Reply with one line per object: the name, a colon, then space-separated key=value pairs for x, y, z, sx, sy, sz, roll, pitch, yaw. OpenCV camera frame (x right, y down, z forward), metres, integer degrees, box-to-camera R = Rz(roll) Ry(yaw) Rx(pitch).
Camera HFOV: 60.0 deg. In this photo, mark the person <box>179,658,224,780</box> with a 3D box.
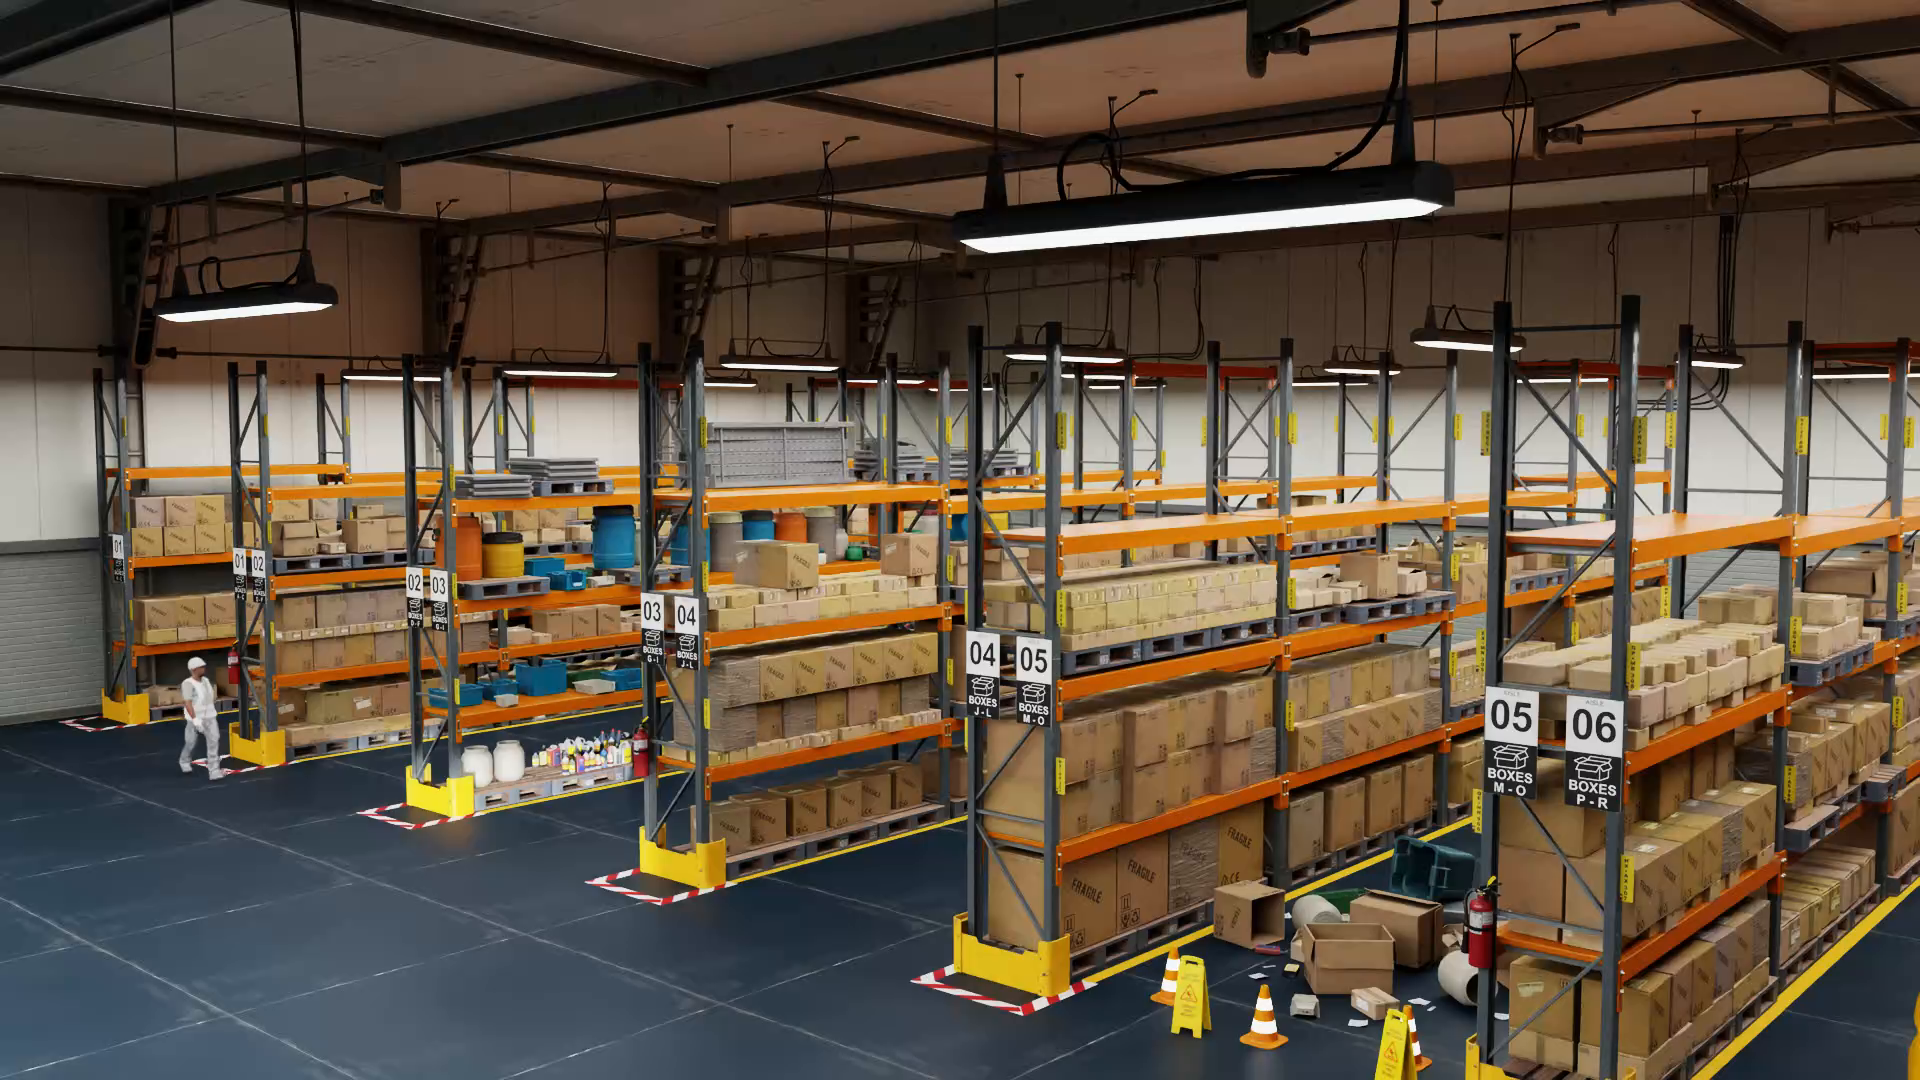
person: x=-10.888 y=2.552 z=23.793 sx=0.494 sy=1.746 sz=1.026 roll=-4 pitch=6 yaw=-42
